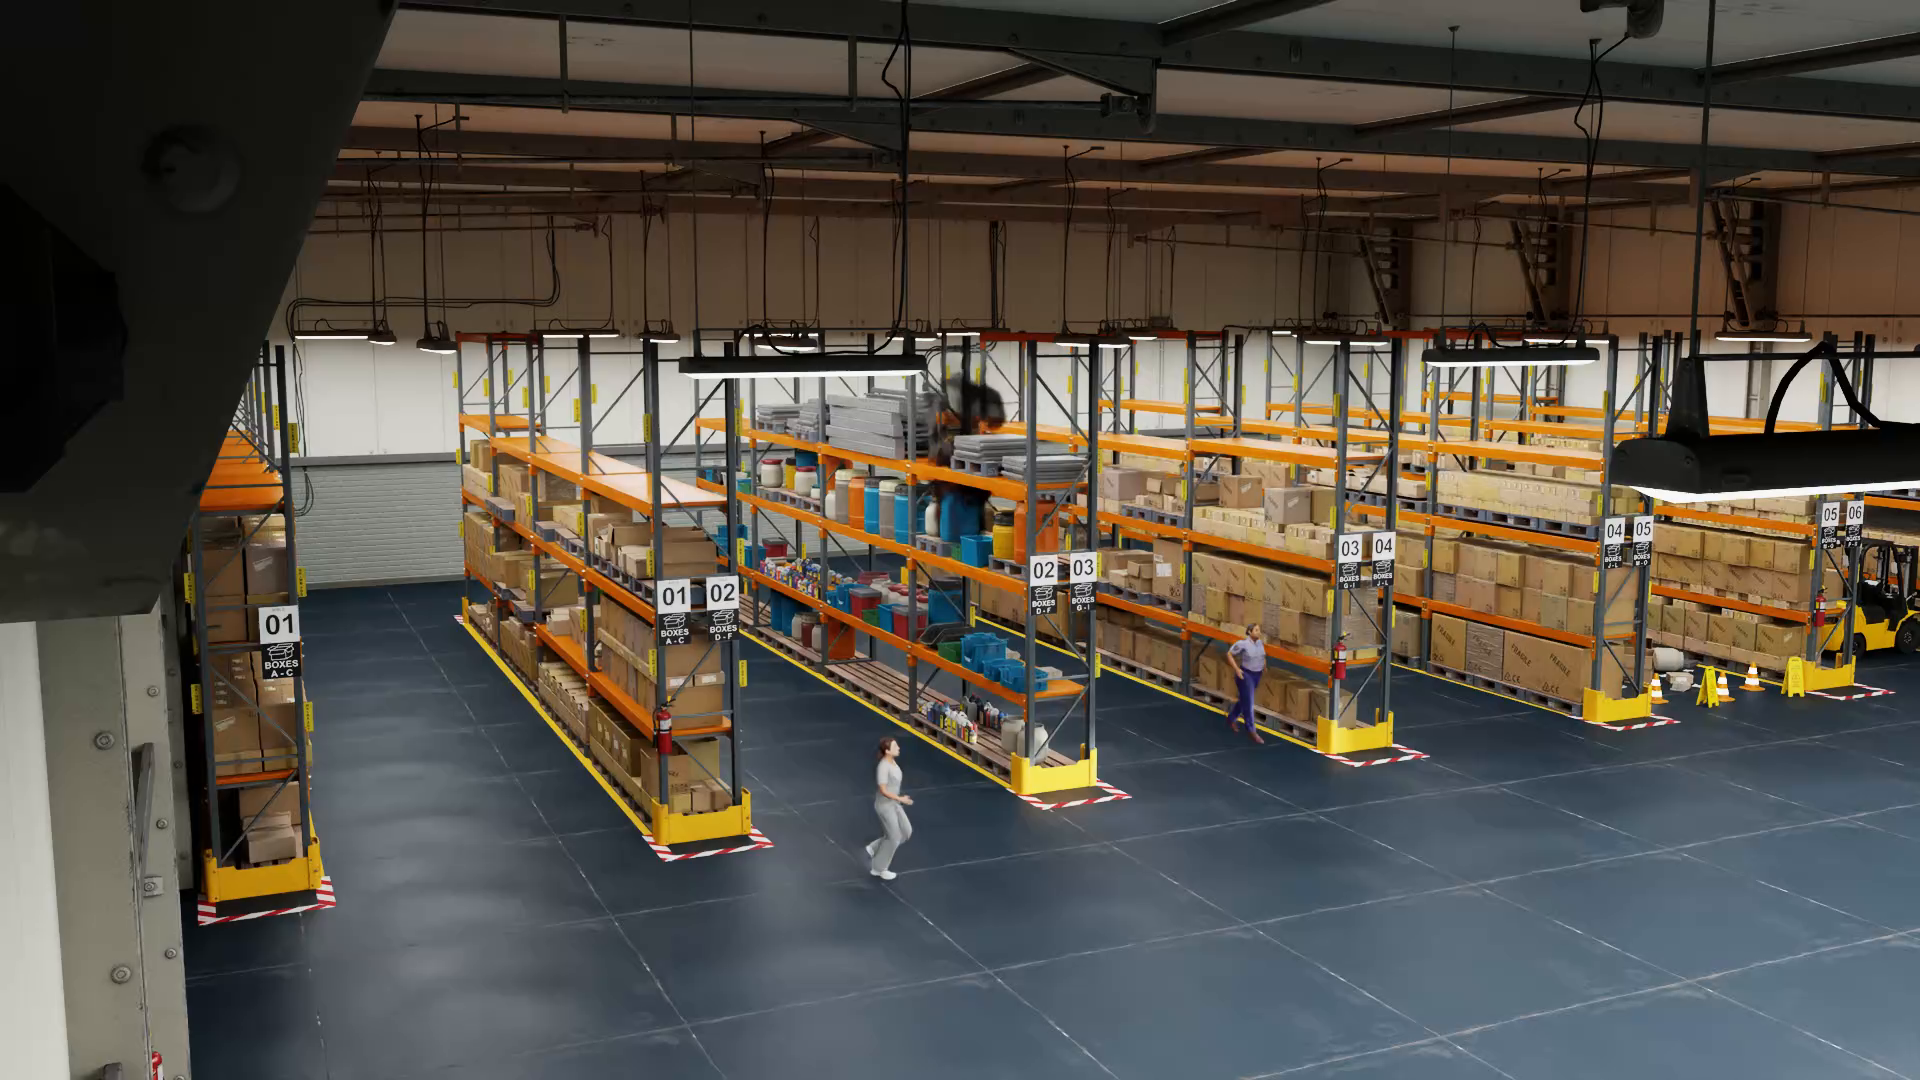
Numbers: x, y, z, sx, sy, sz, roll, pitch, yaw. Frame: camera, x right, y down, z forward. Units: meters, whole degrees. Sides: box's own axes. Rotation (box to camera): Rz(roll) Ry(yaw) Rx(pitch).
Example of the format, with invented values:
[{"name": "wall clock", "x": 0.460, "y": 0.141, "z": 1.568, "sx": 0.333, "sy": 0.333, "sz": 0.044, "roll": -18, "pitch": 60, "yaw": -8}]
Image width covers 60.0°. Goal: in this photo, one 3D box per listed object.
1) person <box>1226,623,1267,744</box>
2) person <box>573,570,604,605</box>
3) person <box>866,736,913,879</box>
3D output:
[{"name": "person", "x": 4.173, "y": 2.036, "z": 24.081, "sx": 0.624, "sy": 1.686, "sz": 0.791, "roll": -6, "pitch": 10, "yaw": -39}, {"name": "person", "x": -7.739, "y": 0.813, "z": 34.699, "sx": 0.649, "sy": 1.728, "sz": 0.687, "roll": 7, "pitch": 10, "yaw": 41}, {"name": "person", "x": -0.794, "y": 3.006, "z": 18.780, "sx": 0.575, "sy": 1.632, "sz": 0.597, "roll": 1, "pitch": 8, "yaw": 8}]
